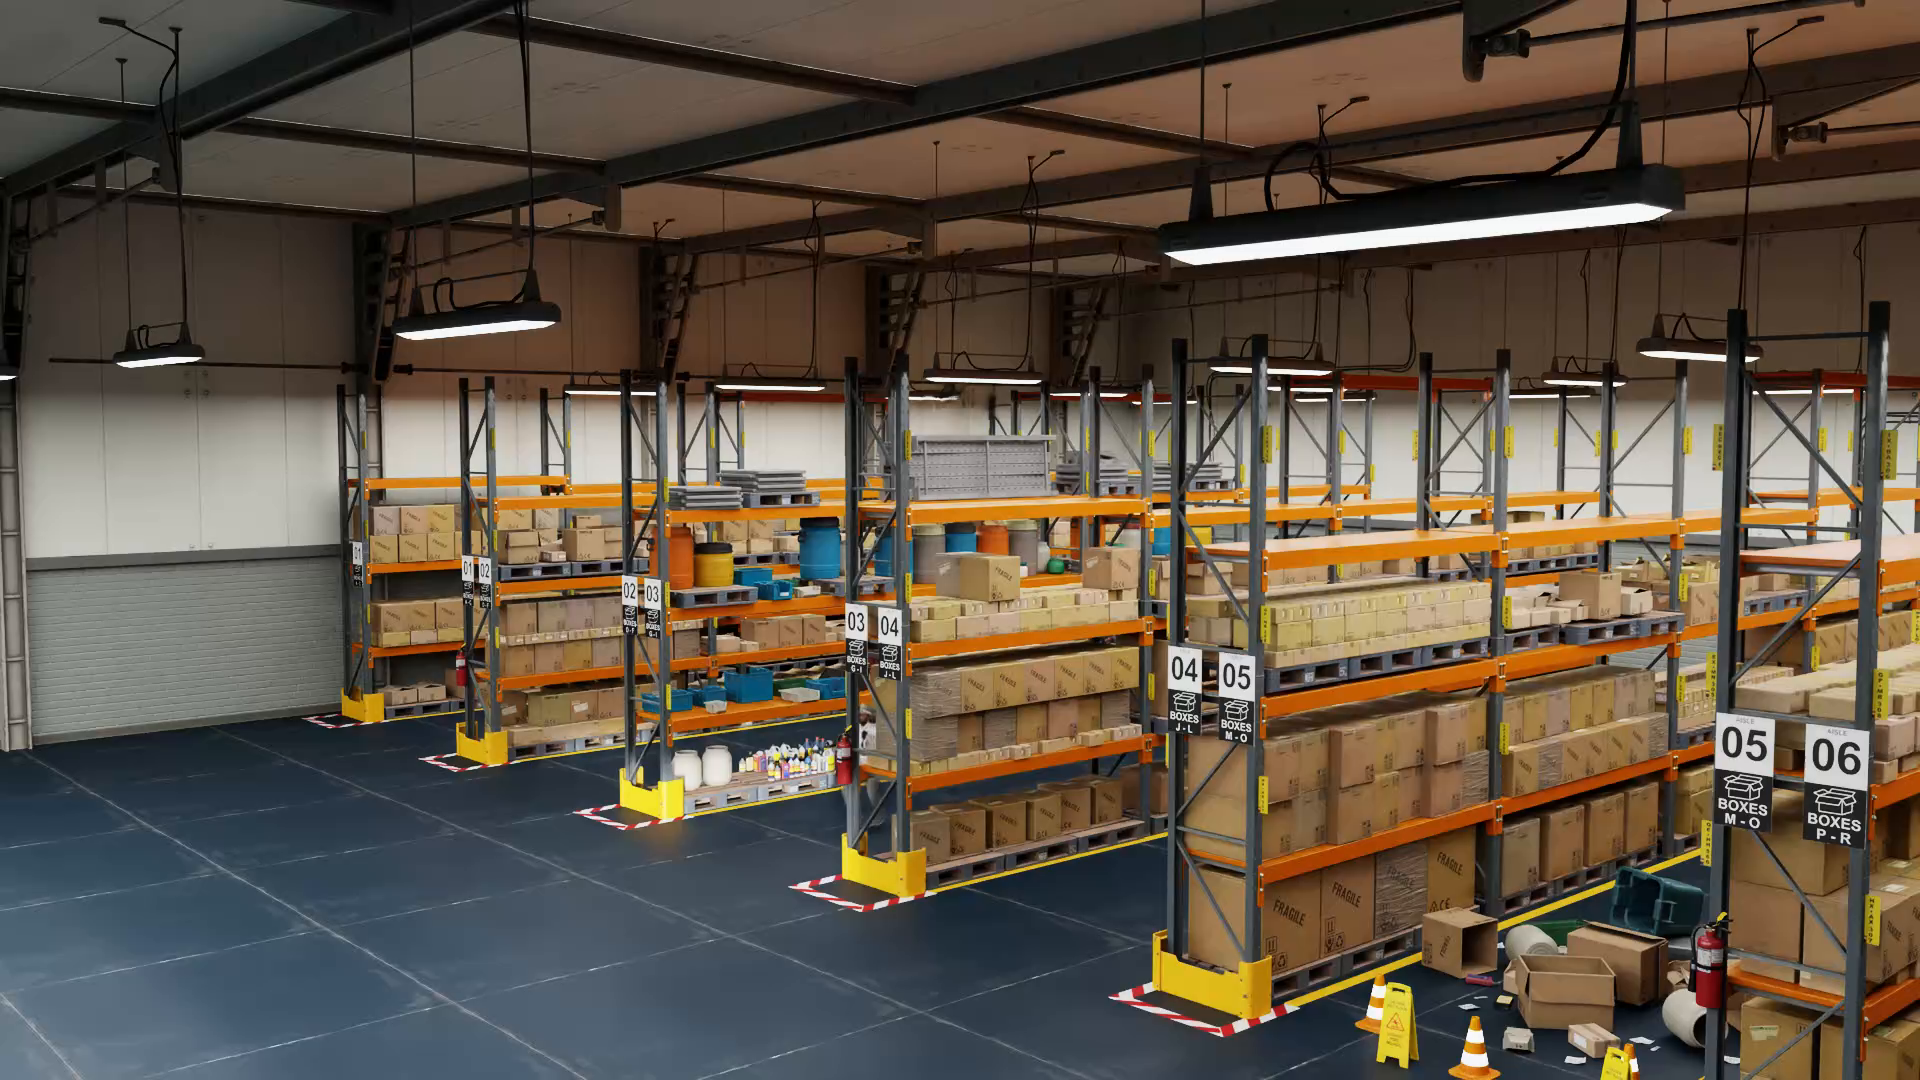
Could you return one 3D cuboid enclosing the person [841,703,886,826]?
[{"bbox_3d":[-1.192,2.929,21.385,0.559,1.714,0.753,2,4,32],"label":"person"}]
